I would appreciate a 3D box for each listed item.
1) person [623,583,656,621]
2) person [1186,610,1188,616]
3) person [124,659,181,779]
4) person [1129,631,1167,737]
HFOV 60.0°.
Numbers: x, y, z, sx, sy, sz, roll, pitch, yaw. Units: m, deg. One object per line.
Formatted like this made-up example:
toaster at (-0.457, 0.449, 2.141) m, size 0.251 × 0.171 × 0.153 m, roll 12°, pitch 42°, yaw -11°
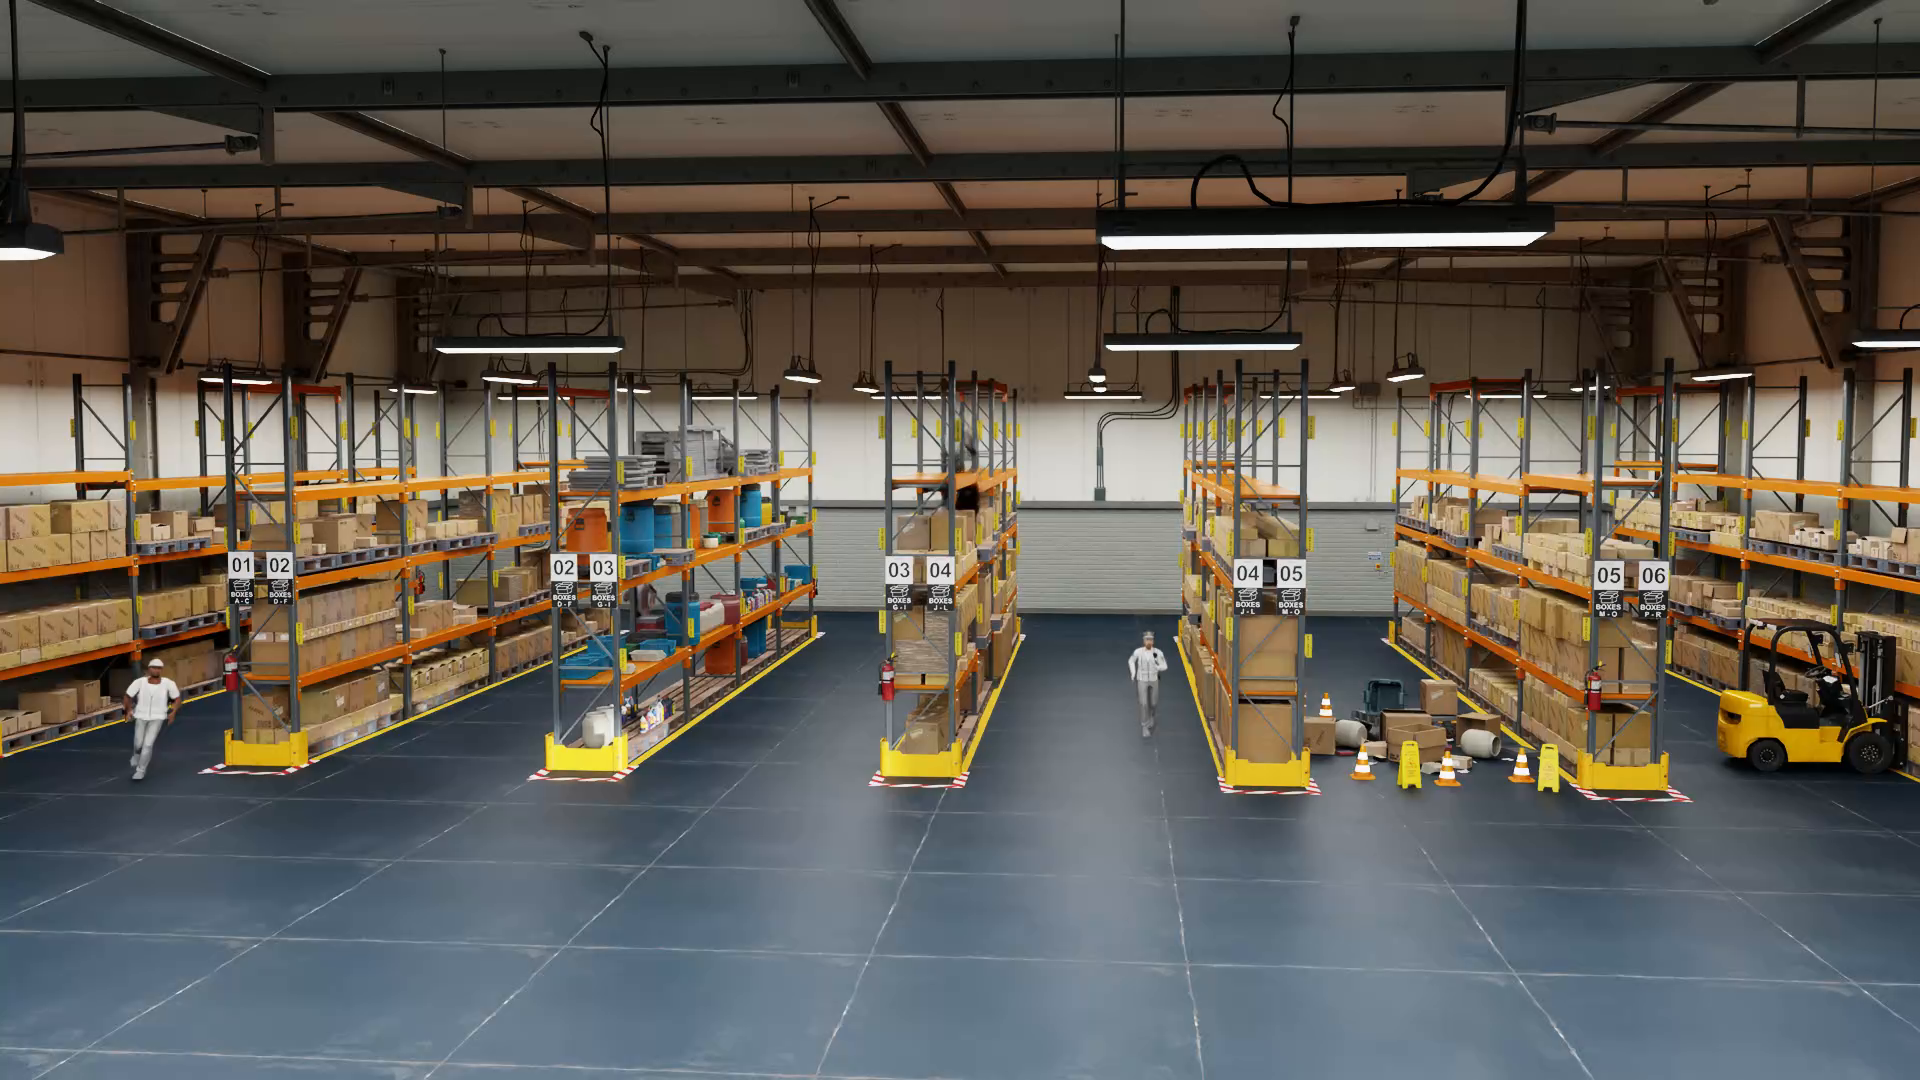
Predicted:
person at (-7.262, 1.611, 37.667) m, size 0.709 × 1.773 × 1.045 m, roll 0°, pitch 4°, yaw -3°
person at (5.798, 1.516, 40.701) m, size 0.680 × 1.637 × 0.714 m, roll 1°, pitch 4°, yaw 9°
person at (-11.691, 2.571, 24.076) m, size 0.749 × 1.698 × 0.688 m, roll -2°, pitch 4°, yaw -23°
person at (3.100, 2.336, 27.386) m, size 0.611 × 1.676 × 0.940 m, roll 0°, pitch 4°, yaw 2°
